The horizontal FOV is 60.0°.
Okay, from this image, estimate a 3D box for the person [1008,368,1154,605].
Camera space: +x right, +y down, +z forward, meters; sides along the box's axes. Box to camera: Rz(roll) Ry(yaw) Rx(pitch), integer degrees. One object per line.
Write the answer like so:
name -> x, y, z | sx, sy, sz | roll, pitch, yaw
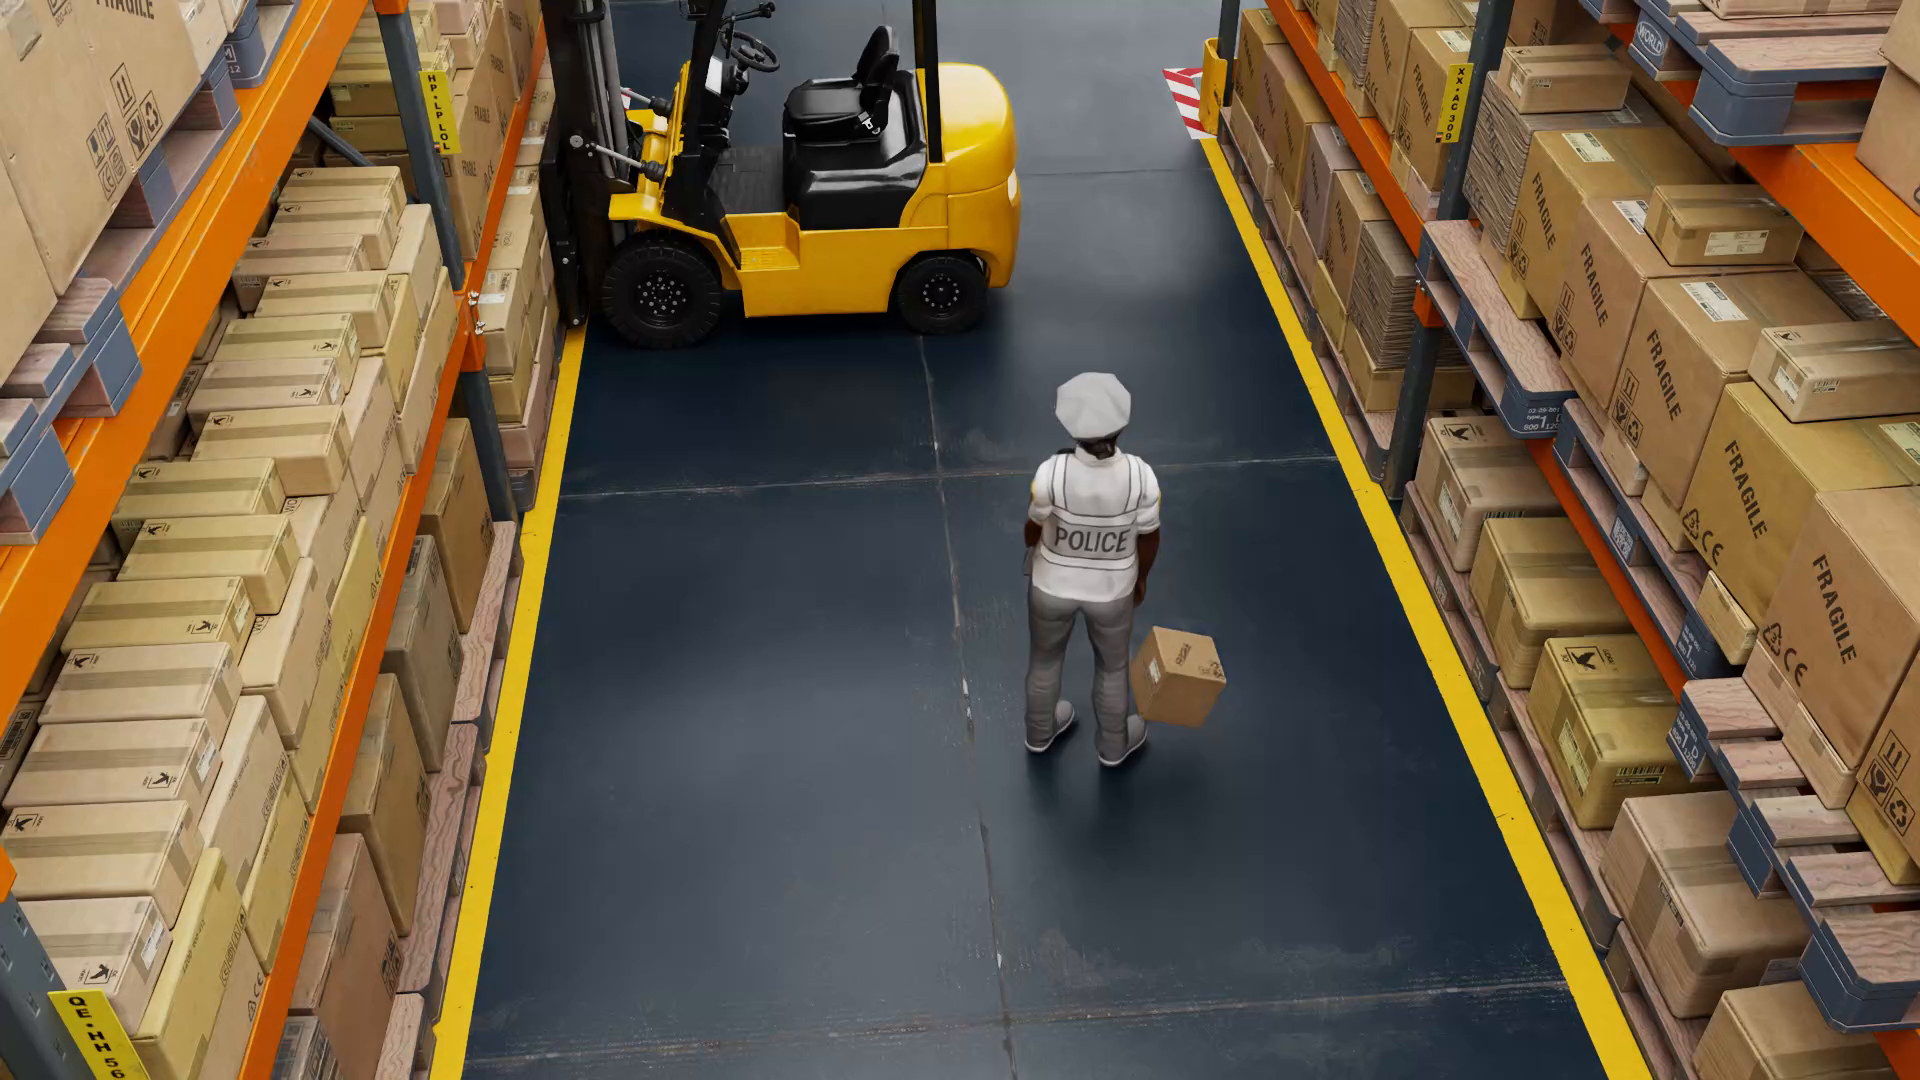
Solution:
person -> 0.432, -0.113, 5.706 | 0.497, 1.015, 0.313 | -6, 40, -7
